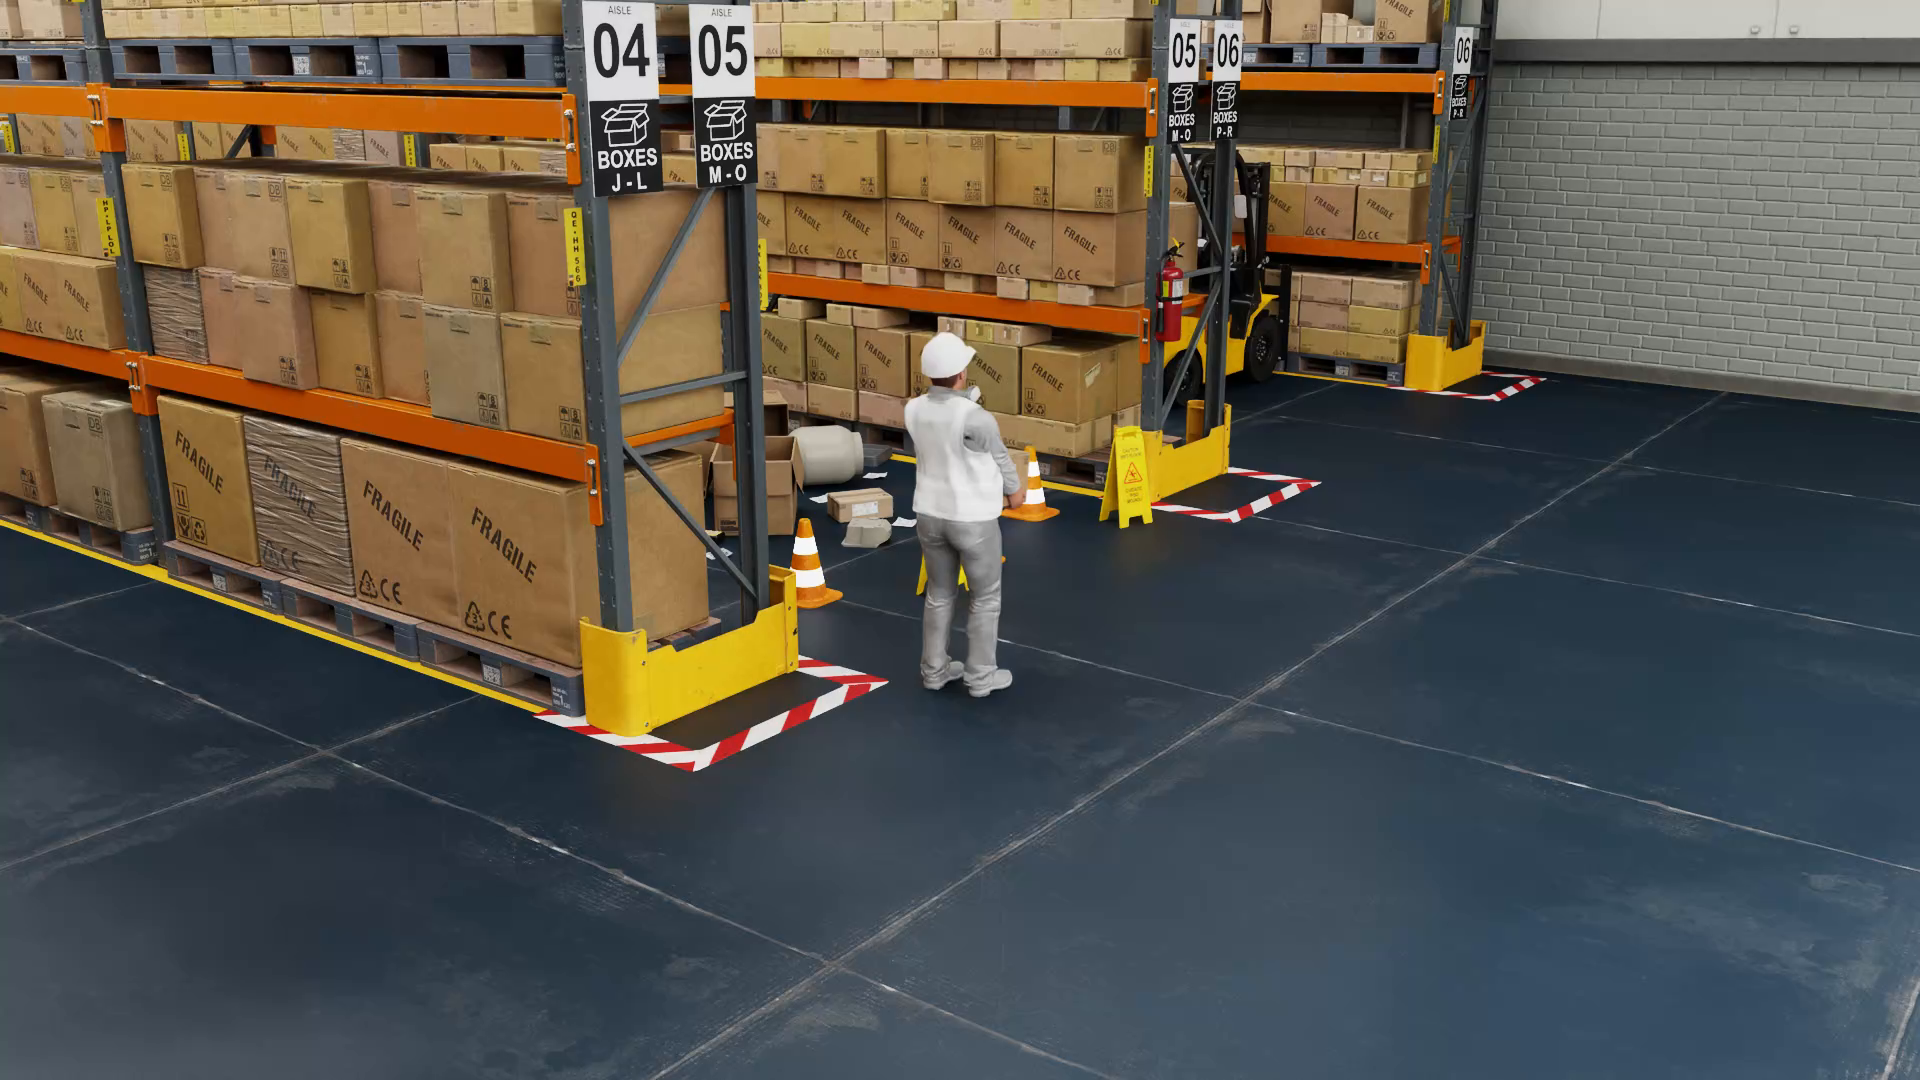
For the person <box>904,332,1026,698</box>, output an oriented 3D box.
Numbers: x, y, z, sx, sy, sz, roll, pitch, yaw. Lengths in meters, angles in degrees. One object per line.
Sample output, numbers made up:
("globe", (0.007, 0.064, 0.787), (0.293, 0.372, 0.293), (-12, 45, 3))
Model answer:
("person", (0.032, -0.137, 7.972), (0.494, 1.762, 0.556), (12, 20, 35))
